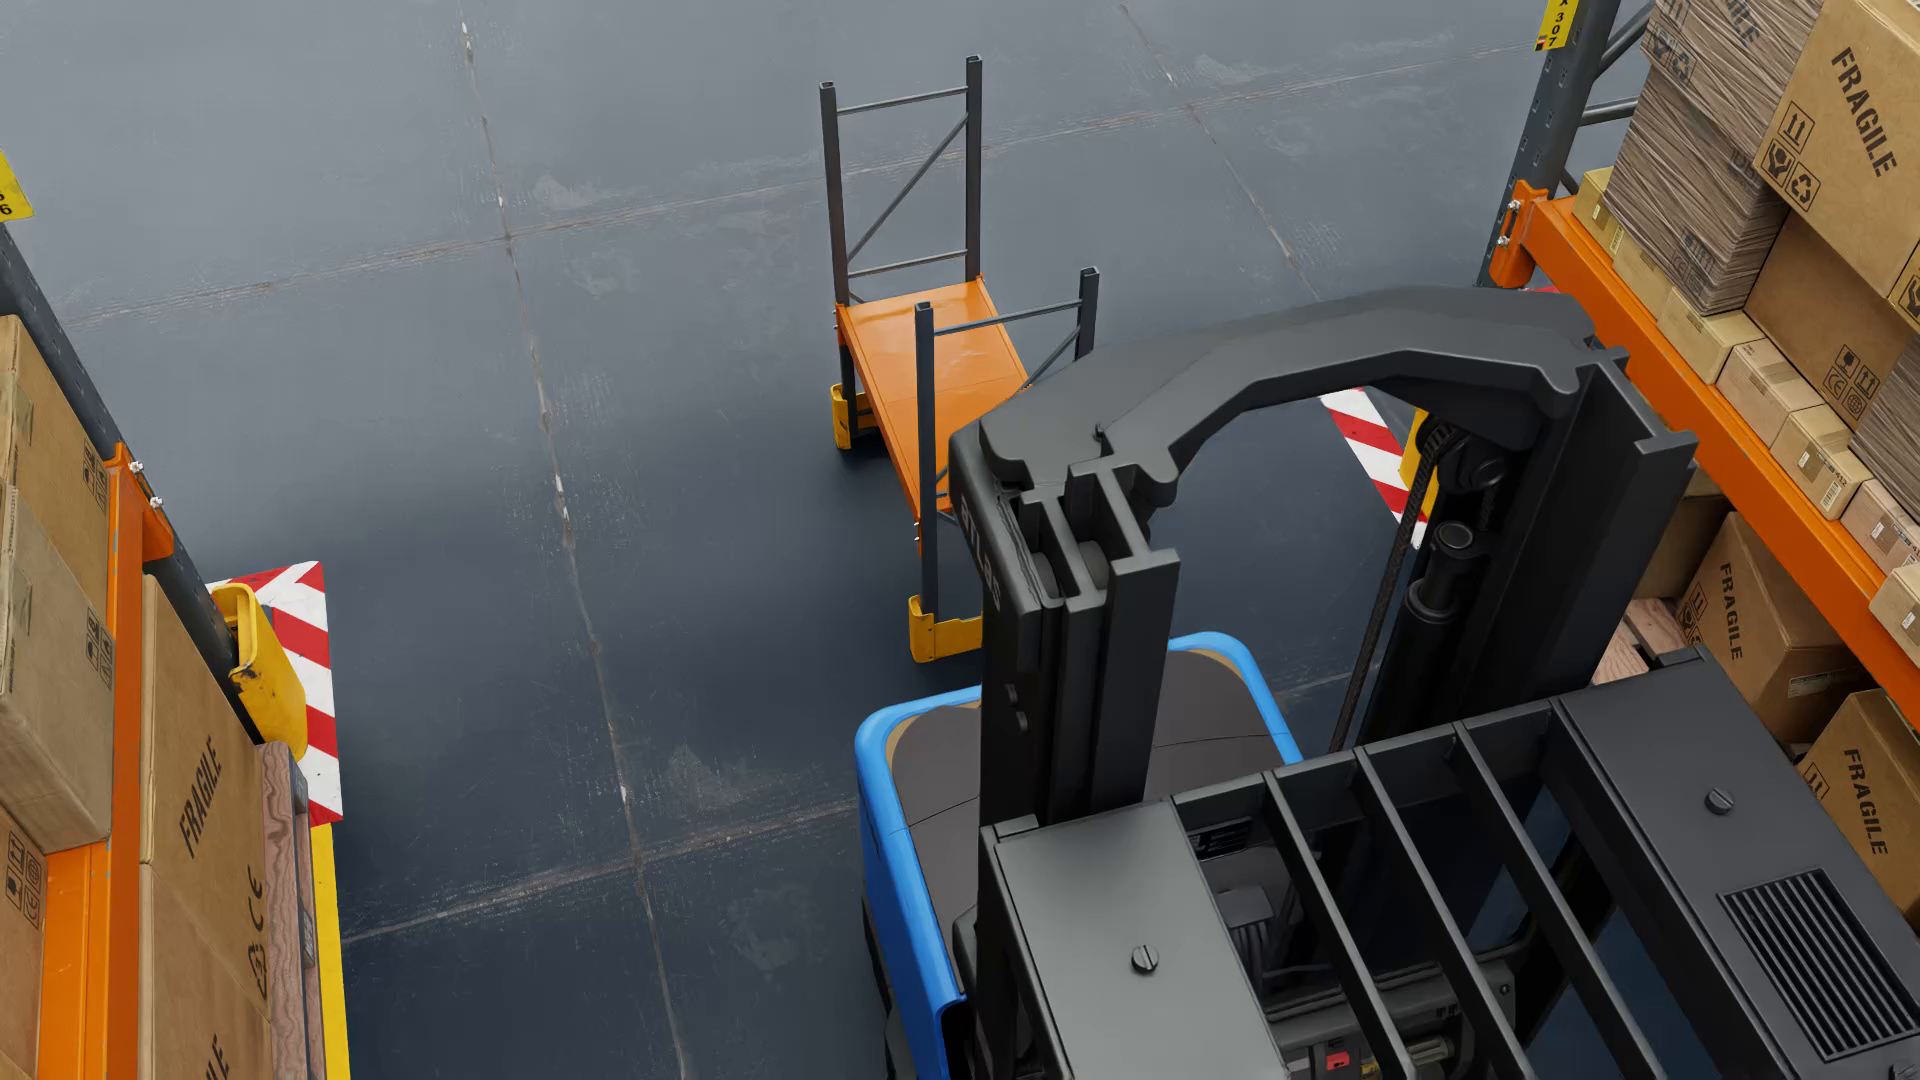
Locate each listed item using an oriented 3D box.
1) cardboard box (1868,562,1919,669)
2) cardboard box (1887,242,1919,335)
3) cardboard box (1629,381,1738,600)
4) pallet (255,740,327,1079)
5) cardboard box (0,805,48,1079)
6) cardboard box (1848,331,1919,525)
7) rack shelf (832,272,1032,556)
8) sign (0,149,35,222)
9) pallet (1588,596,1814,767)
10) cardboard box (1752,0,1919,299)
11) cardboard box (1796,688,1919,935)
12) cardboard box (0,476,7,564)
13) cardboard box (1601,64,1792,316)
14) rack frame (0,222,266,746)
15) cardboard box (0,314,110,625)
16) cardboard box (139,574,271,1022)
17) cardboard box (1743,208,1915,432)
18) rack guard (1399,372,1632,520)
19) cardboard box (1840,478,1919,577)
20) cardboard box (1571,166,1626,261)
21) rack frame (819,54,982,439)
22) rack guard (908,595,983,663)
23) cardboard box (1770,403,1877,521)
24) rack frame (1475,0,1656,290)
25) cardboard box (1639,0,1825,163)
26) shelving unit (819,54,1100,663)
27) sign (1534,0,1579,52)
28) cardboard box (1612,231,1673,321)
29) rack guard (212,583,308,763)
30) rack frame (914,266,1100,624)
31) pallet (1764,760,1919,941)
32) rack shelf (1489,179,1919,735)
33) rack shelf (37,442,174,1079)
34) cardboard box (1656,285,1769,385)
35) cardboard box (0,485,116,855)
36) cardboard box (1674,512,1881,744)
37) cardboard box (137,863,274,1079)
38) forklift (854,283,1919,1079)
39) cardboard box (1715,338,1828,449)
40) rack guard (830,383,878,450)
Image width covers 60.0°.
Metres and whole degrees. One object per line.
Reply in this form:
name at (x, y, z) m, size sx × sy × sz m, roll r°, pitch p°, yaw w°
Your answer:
cardboard box at (2.350, 0.159, 3.818) m, size 0.380 × 0.149 × 0.250 m, roll -13°, pitch 51°, yaw -11°
cardboard box at (2.335, -0.557, 3.344) m, size 0.500 × 0.500 × 0.500 m, roll -13°, pitch 51°, yaw -11°
cardboard box at (2.311, -0.171, 5.293) m, size 0.500 × 0.500 × 0.500 m, roll -5°, pitch 50°, yaw -4°
pallet at (-2.315, 1.211, 4.591) m, size 1.003 × 0.211 × 1.213 m, roll -13°, pitch 51°, yaw -11°
cardboard box at (-2.244, 0.793, 3.022) m, size 0.875 × 0.550 × 0.550 m, roll -13°, pitch 51°, yaw -11°
cardboard box at (2.648, -0.308, 3.788) m, size 0.875 × 0.500 × 0.500 m, roll -13°, pitch 51°, yaw -11°
rack shelf at (-0.025, -0.430, 5.367) m, size 0.538 × 0.185 × 1.000 m, roll -13°, pitch 51°, yaw -11°
sign at (-2.103, -0.816, 3.564) m, size 0.100 × 0.325 × 0.005 m, roll -13°, pitch 51°, yaw -11°
pallet at (2.371, 0.254, 5.398) m, size 1.003 × 0.211 × 1.213 m, roll -13°, pitch 51°, yaw -11°
cardboard box at (2.186, -0.922, 3.651) m, size 0.500 × 0.500 × 0.500 m, roll -13°, pitch 51°, yaw -11°
cardboard box at (2.687, 0.719, 4.542) m, size 0.500 × 0.500 × 0.500 m, roll -9°, pitch 50°, yaw -8°
cardboard box at (-2.302, 0.011, 2.975) m, size 0.875 × 0.550 × 0.550 m, roll -13°, pitch 51°, yaw -11°
cardboard box at (2.279, -1.022, 4.389) m, size 0.875 × 0.500 × 0.500 m, roll -13°, pitch 51°, yaw -11°
rack frame at (-2.626, -0.254, 4.002) m, size 1.000 × 3.000 × 0.127 m, roll -13°, pitch 51°, yaw -11°
cardboard box at (-2.473, -0.041, 3.725) m, size 0.875 × 0.550 × 0.550 m, roll -13°, pitch 51°, yaw -11°
cardboard box at (-2.362, 0.776, 4.249) m, size 0.875 × 0.875 × 0.875 m, roll -13°, pitch 51°, yaw -11°
cardboard box at (2.541, -0.683, 4.104) m, size 0.875 × 0.500 × 0.500 m, roll -13°, pitch 51°, yaw -11°
rack guard at (2.165, -0.440, 5.794) m, size 1.175 × 0.500 × 0.348 m, roll -13°, pitch 51°, yaw -11°
cardboard box at (2.375, -0.047, 3.992) m, size 0.380 × 0.149 × 0.250 m, roll -13°, pitch 51°, yaw -11°
cardboard box at (1.999, -0.958, 4.760) m, size 0.380 × 0.149 × 0.250 m, roll -13°, pitch 51°, yaw -11°
rack frame at (-0.176, -0.917, 5.542) m, size 0.500 × 1.500 × 0.032 m, roll -13°, pitch 51°, yaw -11°
rack guard at (0.125, 0.227, 5.395) m, size 0.587 × 0.250 × 0.087 m, roll -13°, pitch 51°, yaw -11°
cardboard box at (2.275, -0.223, 4.141) m, size 0.380 × 0.149 × 0.250 m, roll -13°, pitch 51°, yaw -11°
rack frame at (2.142, -1.301, 4.885) m, size 1.000 × 3.000 × 0.127 m, roll -13°, pitch 51°, yaw -11°
cardboard box at (2.044, -1.288, 3.960) m, size 0.500 × 0.500 × 0.500 m, roll -13°, pitch 51°, yaw -11°
shelving unit at (-0.023, -0.539, 5.224) m, size 0.587 × 1.500 × 1.083 m, roll -13°, pitch 51°, yaw -11°
sign at (1.624, -1.458, 4.451) m, size 0.100 × 0.325 × 0.005 m, roll -13°, pitch 51°, yaw -11°
cardboard box at (2.054, -0.771, 4.603) m, size 0.380 × 0.149 × 0.250 m, roll -13°, pitch 51°, yaw -11°
rack guard at (-2.633, 0.534, 4.972) m, size 1.175 × 0.500 × 0.348 m, roll -13°, pitch 51°, yaw -11°
rack frame at (0.125, -0.174, 4.916) m, size 0.500 × 1.500 × 0.032 m, roll -13°, pitch 51°, yaw -11°
pallet at (2.728, 1.144, 4.648) m, size 1.003 × 0.211 × 1.213 m, roll -13°, pitch 51°, yaw -11°
rack shelf at (2.734, 0.391, 3.929) m, size 1.077 × 0.370 × 4.000 m, roll -13°, pitch 51°, yaw -11°
rack shelf at (-2.034, 1.439, 3.046) m, size 1.077 × 0.370 × 4.000 m, roll -13°, pitch 51°, yaw -11°
cardboard box at (2.114, -0.585, 4.446) m, size 0.380 × 0.149 × 0.250 m, roll -13°, pitch 51°, yaw -11°
cardboard box at (-2.289, 0.356, 3.390) m, size 0.875 × 0.550 × 0.550 m, roll -13°, pitch 51°, yaw -11°
cardboard box at (2.520, 0.258, 4.931) m, size 0.500 × 0.500 × 0.500 m, roll -2°, pitch 50°, yaw -1°
cardboard box at (-2.100, 1.418, 3.707) m, size 0.875 × 0.875 × 0.875 m, roll -14°, pitch 51°, yaw -12°
forklift at (0.630, 1.148, 2.865) m, size 1.130 × 2.935 × 3.031 m, roll -13°, pitch 51°, yaw -10°
cardboard box at (2.208, -0.407, 4.296) m, size 0.380 × 0.149 × 0.250 m, roll -13°, pitch 51°, yaw -11°
rack guard at (-0.170, -0.500, 6.008) m, size 0.587 × 0.250 × 0.087 m, roll -13°, pitch 51°, yaw -11°
